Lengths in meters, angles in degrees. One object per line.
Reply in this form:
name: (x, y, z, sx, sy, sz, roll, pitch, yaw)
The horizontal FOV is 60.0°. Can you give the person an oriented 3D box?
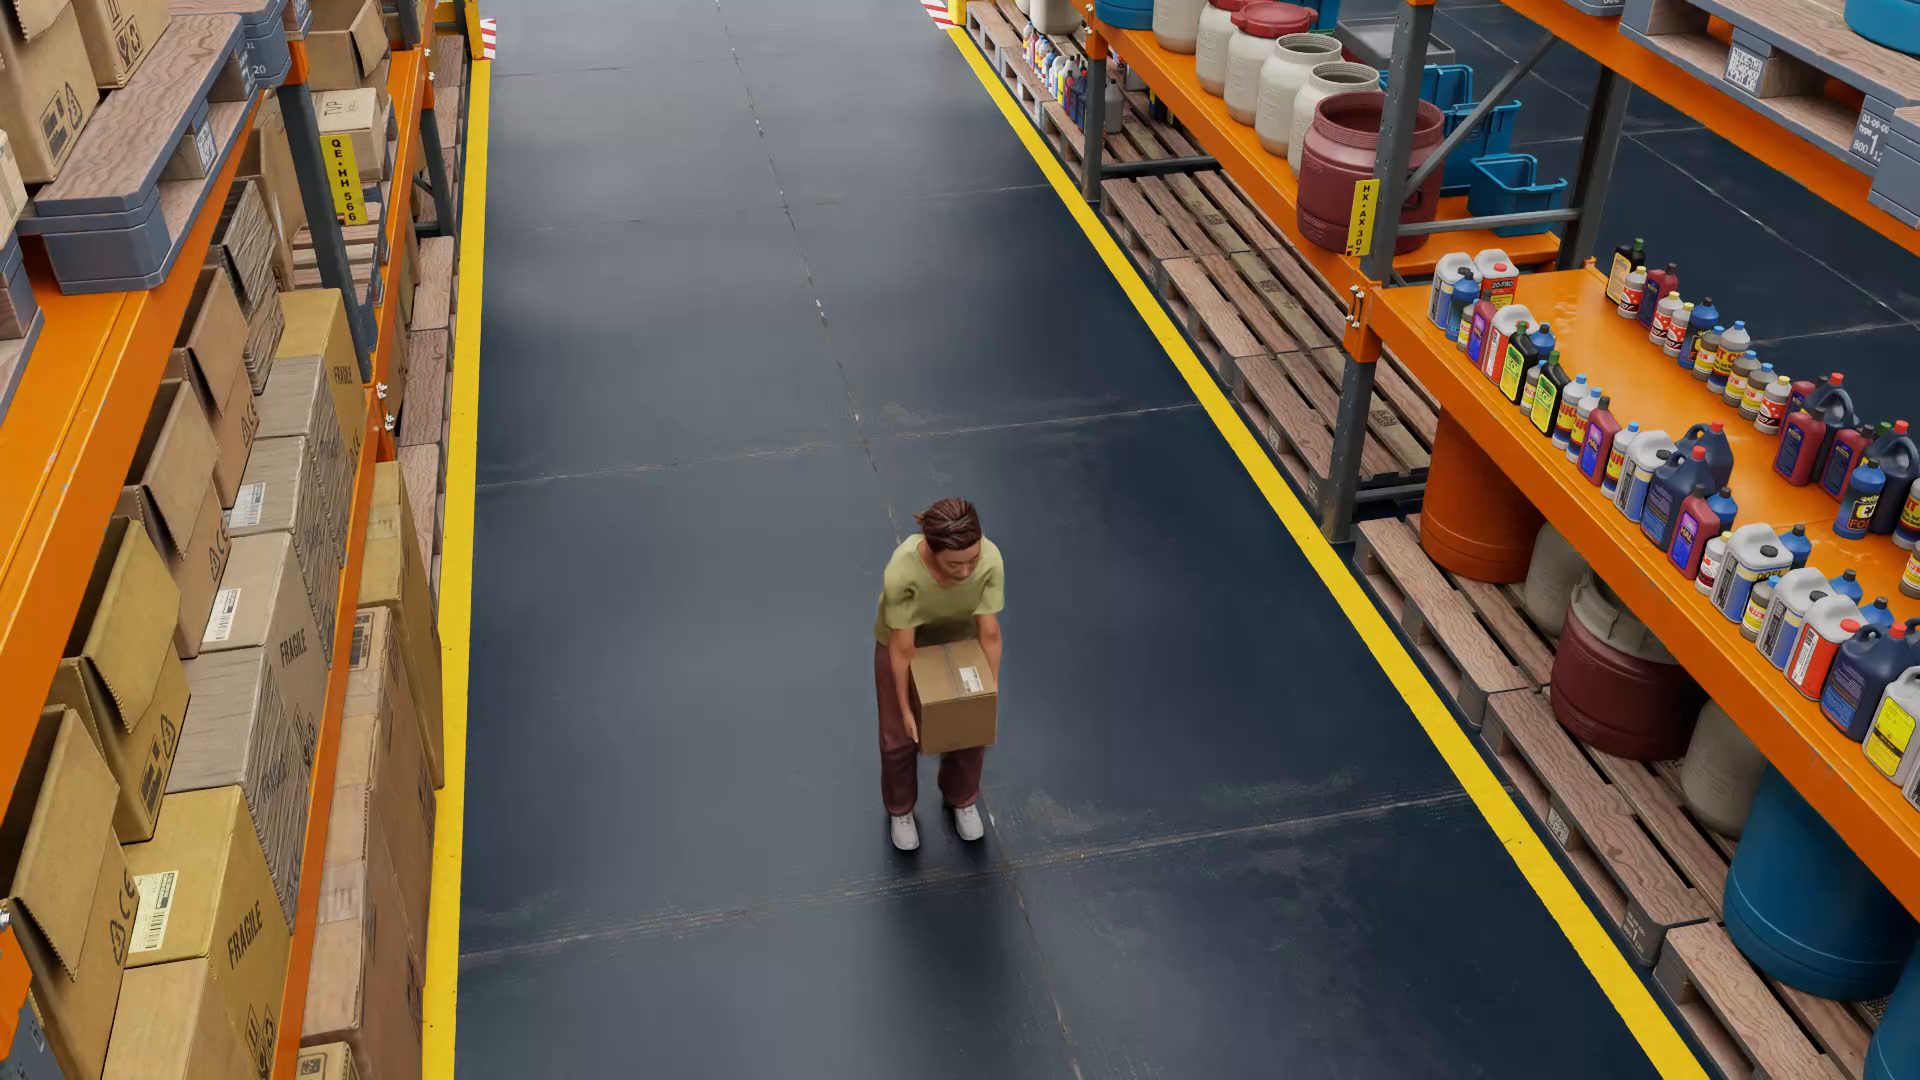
person: (-0.070, 0.437, 5.606, 0.412, 1.571, 0.582, -8, 35, -11)
